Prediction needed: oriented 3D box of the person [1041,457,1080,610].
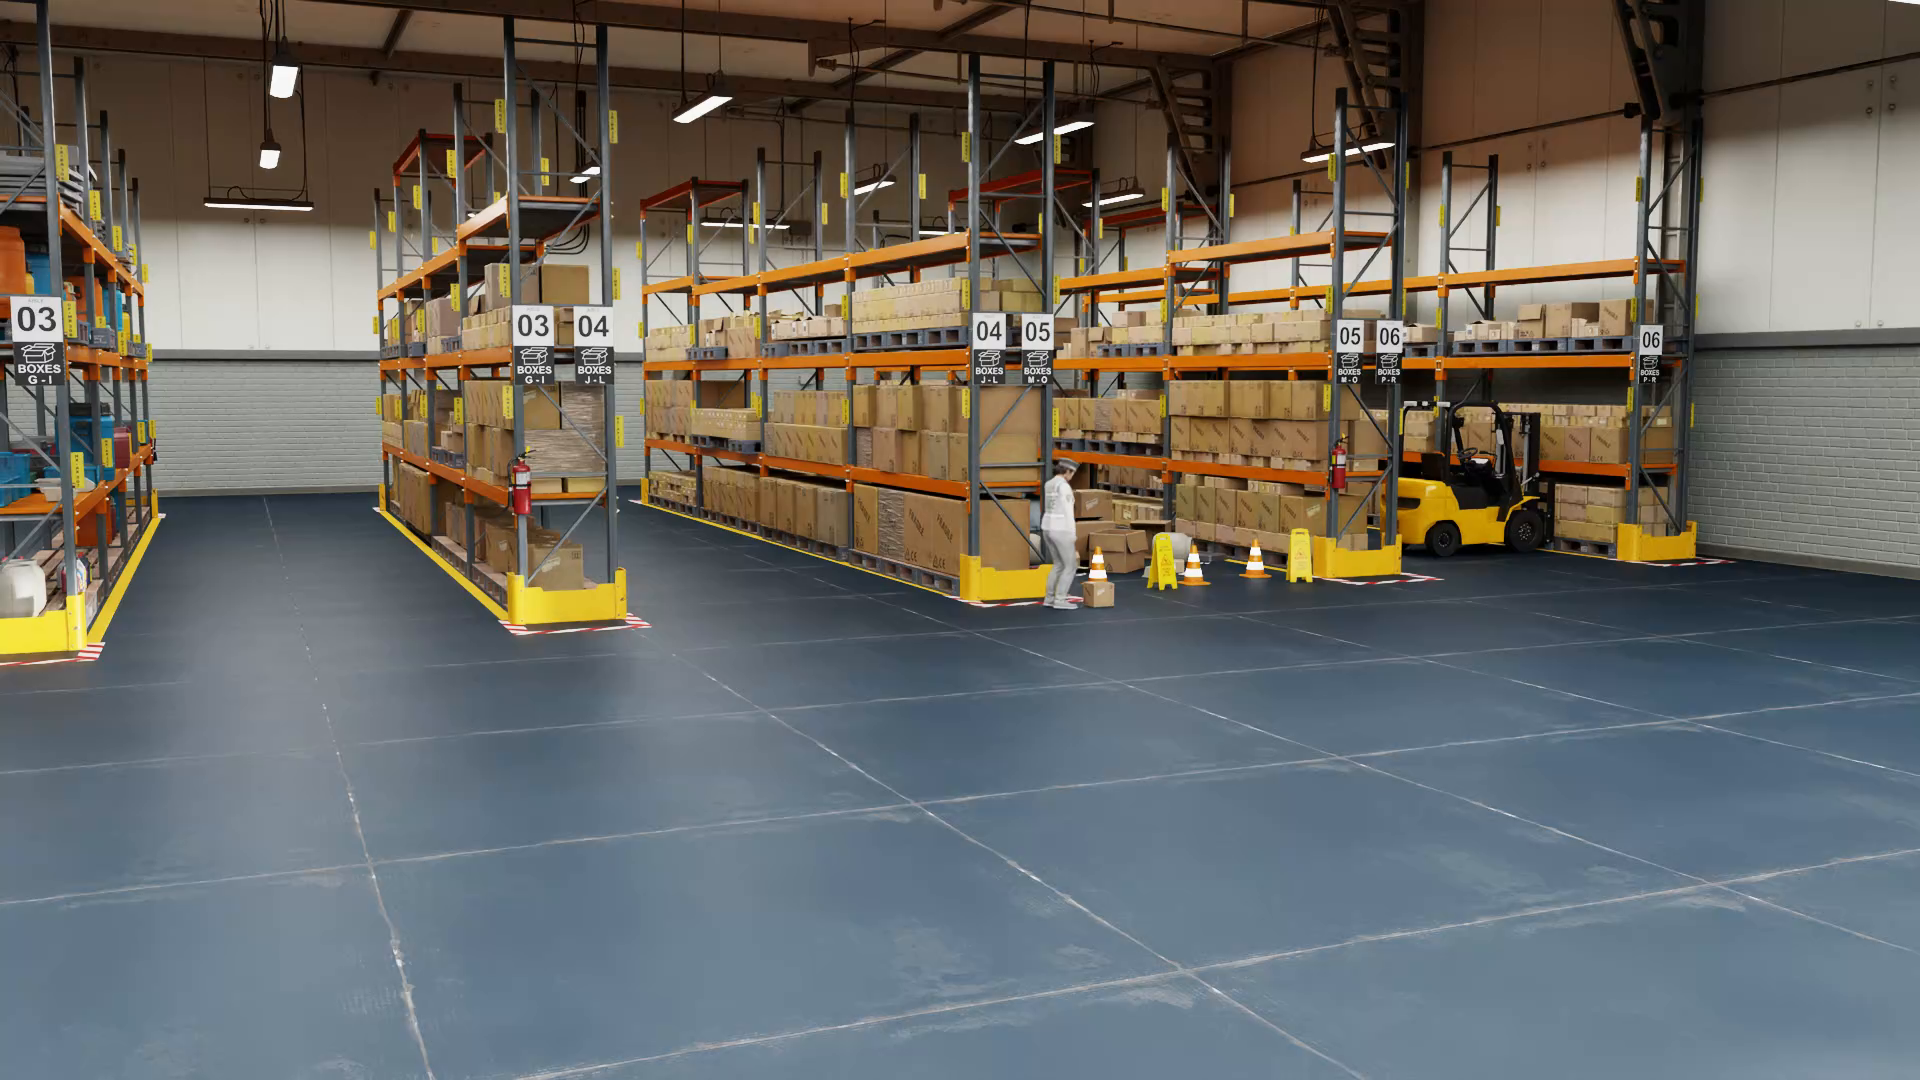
[{"bbox_3d":[1.090,-0.074,17.991,0.428,1.635,0.496,-2,6,-22],"label":"person"}]
